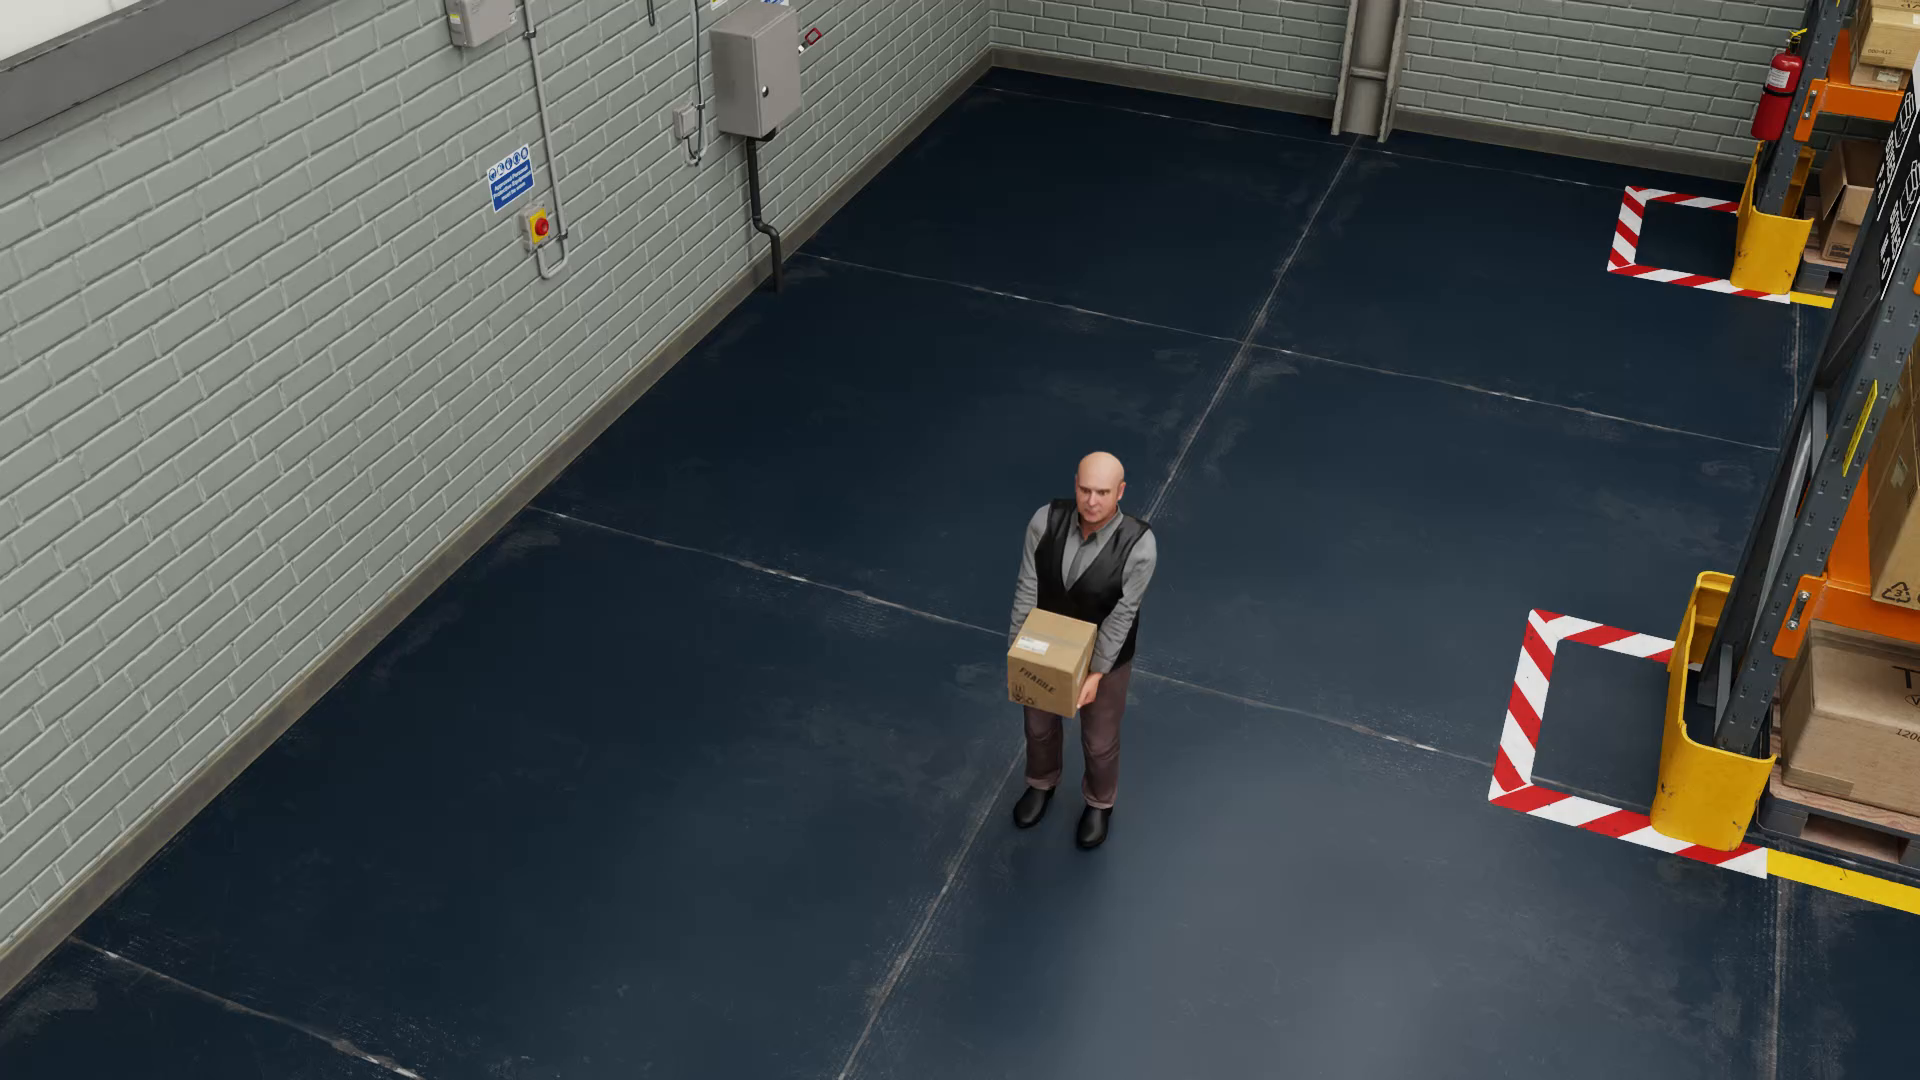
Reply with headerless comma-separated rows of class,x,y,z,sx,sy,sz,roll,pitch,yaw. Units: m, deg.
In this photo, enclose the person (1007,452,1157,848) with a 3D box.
person,0.424,0.477,6.221,0.494,1.711,0.539,15,40,18
